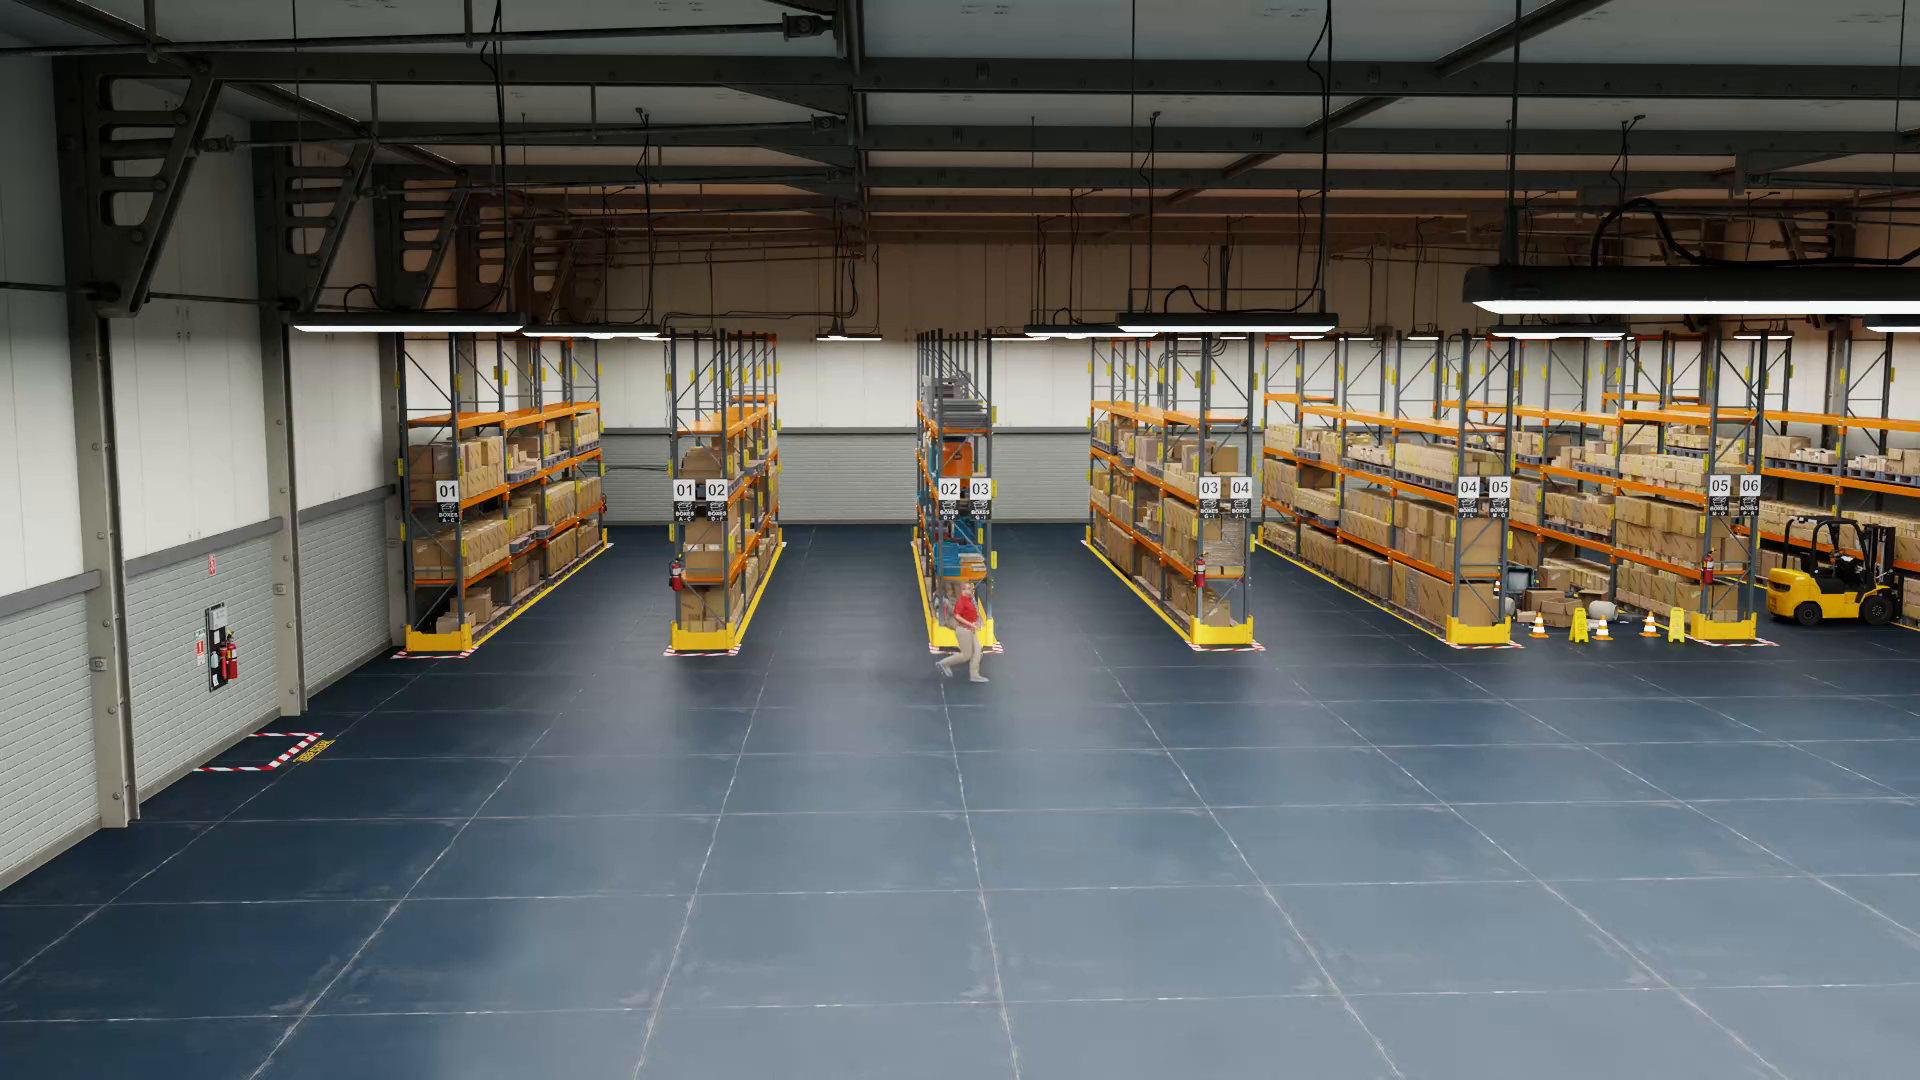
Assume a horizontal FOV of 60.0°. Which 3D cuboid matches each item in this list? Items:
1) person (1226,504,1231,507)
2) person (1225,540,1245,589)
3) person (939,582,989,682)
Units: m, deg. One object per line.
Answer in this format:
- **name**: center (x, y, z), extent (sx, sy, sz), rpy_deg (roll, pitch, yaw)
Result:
- **person**: center (7.489, -0.478, 45.409), extent (0.699, 1.722, 0.584), rpy_deg (0, 7, -3)
- **person**: center (6.396, 0.337, 38.906), extent (0.605, 1.622, 0.541), rpy_deg (-1, 7, -8)
- **person**: center (0.078, 1.558, 28.156), extent (0.840, 1.696, 0.674), rpy_deg (2, 7, 16)
